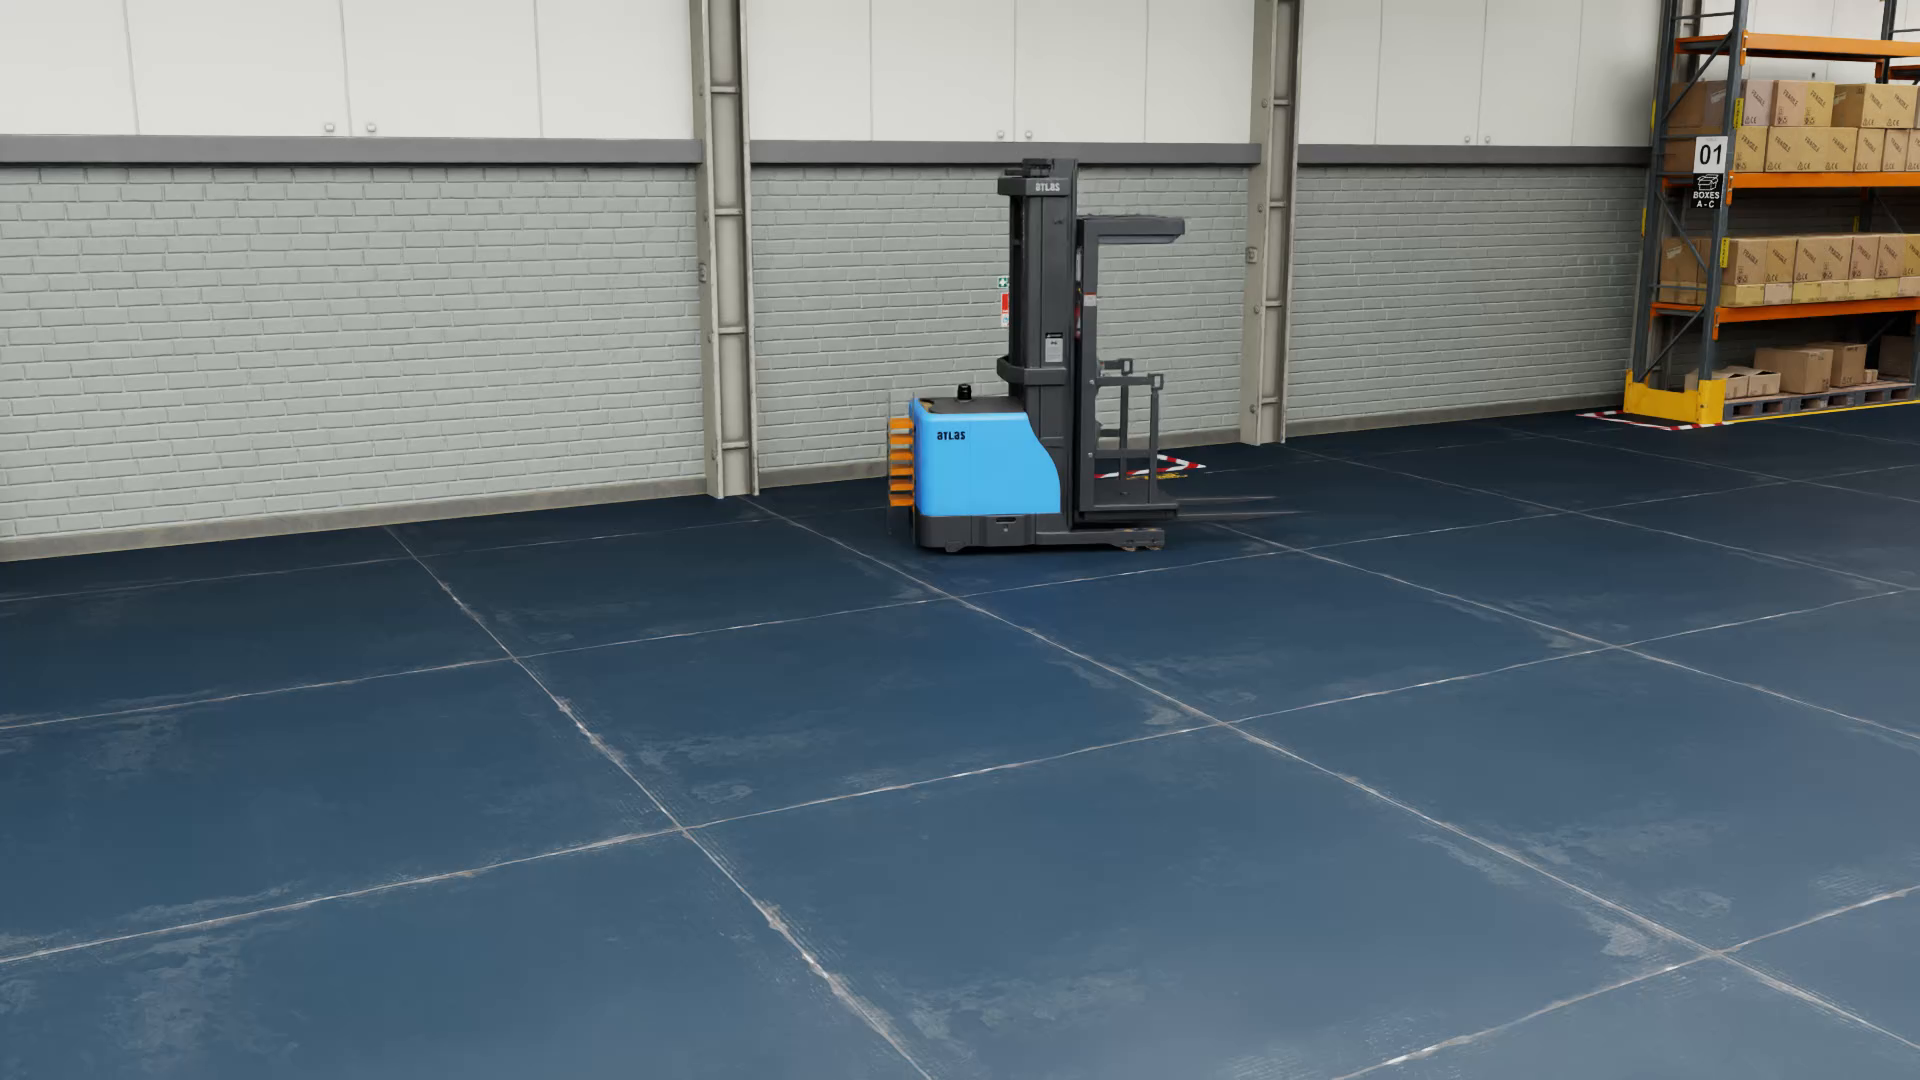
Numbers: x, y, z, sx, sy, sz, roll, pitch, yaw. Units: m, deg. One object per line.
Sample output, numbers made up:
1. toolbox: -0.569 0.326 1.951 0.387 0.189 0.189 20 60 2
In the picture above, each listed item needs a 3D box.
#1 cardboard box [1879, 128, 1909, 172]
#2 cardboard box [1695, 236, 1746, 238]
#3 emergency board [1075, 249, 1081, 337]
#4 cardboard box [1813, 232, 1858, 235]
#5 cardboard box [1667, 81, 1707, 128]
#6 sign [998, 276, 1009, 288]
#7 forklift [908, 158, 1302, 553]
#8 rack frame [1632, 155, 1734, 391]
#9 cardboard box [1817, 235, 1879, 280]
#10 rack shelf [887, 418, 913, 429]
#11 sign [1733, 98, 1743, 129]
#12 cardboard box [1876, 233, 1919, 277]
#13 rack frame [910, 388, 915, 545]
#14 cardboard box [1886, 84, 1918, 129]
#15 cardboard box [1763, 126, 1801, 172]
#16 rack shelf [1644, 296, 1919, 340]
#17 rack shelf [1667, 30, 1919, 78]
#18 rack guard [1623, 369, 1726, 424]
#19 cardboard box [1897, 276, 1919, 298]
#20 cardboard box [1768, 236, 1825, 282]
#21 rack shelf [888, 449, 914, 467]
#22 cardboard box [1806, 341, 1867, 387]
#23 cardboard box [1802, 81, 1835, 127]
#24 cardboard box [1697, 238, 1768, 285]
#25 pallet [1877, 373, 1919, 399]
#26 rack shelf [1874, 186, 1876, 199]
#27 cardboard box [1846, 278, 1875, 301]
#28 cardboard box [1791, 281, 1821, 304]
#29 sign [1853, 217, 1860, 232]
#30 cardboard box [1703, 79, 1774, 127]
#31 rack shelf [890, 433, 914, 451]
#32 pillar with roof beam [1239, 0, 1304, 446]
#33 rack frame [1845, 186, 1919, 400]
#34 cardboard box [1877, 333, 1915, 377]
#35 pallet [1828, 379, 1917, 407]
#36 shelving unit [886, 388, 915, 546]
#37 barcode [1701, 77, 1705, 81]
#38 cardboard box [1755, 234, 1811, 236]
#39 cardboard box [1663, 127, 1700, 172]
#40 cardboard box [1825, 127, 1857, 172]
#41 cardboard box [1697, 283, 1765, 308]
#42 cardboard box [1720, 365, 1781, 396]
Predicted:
1. cardboard box: 11.025 -4.691 20.019 0.500 0.500 0.500 -8 15 -33
2. cardboard box: 9.047 -3.344 19.726 0.500 0.500 0.500 -7 14 -27
3. emergency board: 1.035 -2.257 16.305 0.643 1.169 0.194 -7 14 -28
4. cardboard box: 10.831 -3.561 20.687 0.500 0.500 0.500 -7 14 -28
5. cardboard box: 8.542 -5.006 19.138 0.500 0.500 0.500 -6 14 -25
6. sign: 0.508 -2.493 16.067 0.331 0.109 0.001 -7 14 -28
7. forklift: 1.140 -1.458 12.911 3.031 2.935 1.130 -2 13 -7
8. rack frame: 8.289 -2.900 19.164 0.127 3.000 1.000 -7 14 -28
9. cardboard box: 10.650 -3.410 20.016 0.500 0.500 0.500 -7 15 -29
10. rack shelf: -0.463 -0.878 12.840 0.180 0.103 0.258 -2 13 -7
11. sign: 8.549 -4.686 18.275 0.005 0.325 0.100 -7 14 -28
12. cardboard box: 11.533 -3.514 20.480 0.500 0.500 0.500 -7 14 -28
13. rack frame: -0.372 -0.573 12.922 0.006 1.200 0.240 -2 13 -7
14. cardboard box: 11.011 -5.166 19.849 0.500 0.500 0.500 -6 14 -25
15. cardboard box: 9.190 -4.459 18.985 0.500 0.500 0.500 -6 14 -24
16. rack shelf: 10.044 -2.760 20.178 4.000 0.370 1.077 -7 14 -28
17. rack shelf: 10.044 -5.685 19.520 4.000 0.370 1.077 -7 14 -28
18. rack guard: 8.355 -1.689 19.474 0.348 0.500 1.175 -7 14 -28
19. cardboard box: 11.529 -3.149 20.568 0.500 0.250 0.500 -7 14 -28
20. cardboard box: 9.747 -3.298 19.521 0.500 0.500 0.500 -7 15 -30
21. rack shelf: -0.463 -0.644 12.893 0.180 0.103 0.258 -2 13 -7
22. cardboard box: 10.908 -2.199 20.741 0.500 0.500 0.500 -8 15 -32
23. cardboard box: 9.652 -5.003 19.125 0.500 0.500 0.500 -6 14 -26
24. cardboard box: 8.852 -3.195 19.062 0.500 0.500 0.500 -7 14 -28
25. pallet: 12.482 -2.043 21.706 1.213 0.211 1.003 -7 14 -28
26. rack shelf: 13.555 -4.644 21.719 4.000 0.370 1.077 -7 14 -28
27. cardboard box: 10.654 -3.043 20.093 0.500 0.250 0.500 -7 14 -28
28. cardboard box: 9.768 -2.937 19.623 0.500 0.250 0.500 -7 15 -29
29. sign: 11.531 -3.993 21.381 0.005 0.325 0.100 -7 14 -28
30. cardboard box: 8.743 -4.904 18.684 0.500 0.500 0.500 -8 15 -32
31. rack shelf: -0.463 -0.761 12.867 0.180 0.103 0.258 -2 13 -7
32. pillar with roof beam: 5.285 -4.607 13.083 0.400 9.000 9.100 -7 14 -28
33. rack frame: 11.800 -3.321 21.034 0.127 3.000 1.000 -7 14 -28
34. cardboard box: 12.438 -2.397 21.619 0.500 0.500 0.700 -6 14 -26
35. pallet: 11.227 -1.883 20.996 1.213 0.211 1.003 -7 14 -28
36. shelving unit: -0.463 -0.570 12.910 0.189 1.200 0.258 -2 13 -7
37. barcode: 8.672 -5.364 19.409 0.075 0.075 0.001 -7 14 -28
38. cardboard box: 9.941 -3.452 20.206 0.500 0.500 0.500 -7 14 -27
39. cardboard box: 8.534 -4.515 19.234 0.500 0.500 0.500 -6 14 -24
40. cardboard box: 10.104 -4.575 19.499 0.500 0.500 0.500 -6 14 -24
41. cardboard box: 8.869 -2.827 19.135 0.500 0.250 0.500 -7 15 -29
42. cardboard box: 9.439 -1.919 19.924 0.500 0.311 0.500 -6 14 -23
